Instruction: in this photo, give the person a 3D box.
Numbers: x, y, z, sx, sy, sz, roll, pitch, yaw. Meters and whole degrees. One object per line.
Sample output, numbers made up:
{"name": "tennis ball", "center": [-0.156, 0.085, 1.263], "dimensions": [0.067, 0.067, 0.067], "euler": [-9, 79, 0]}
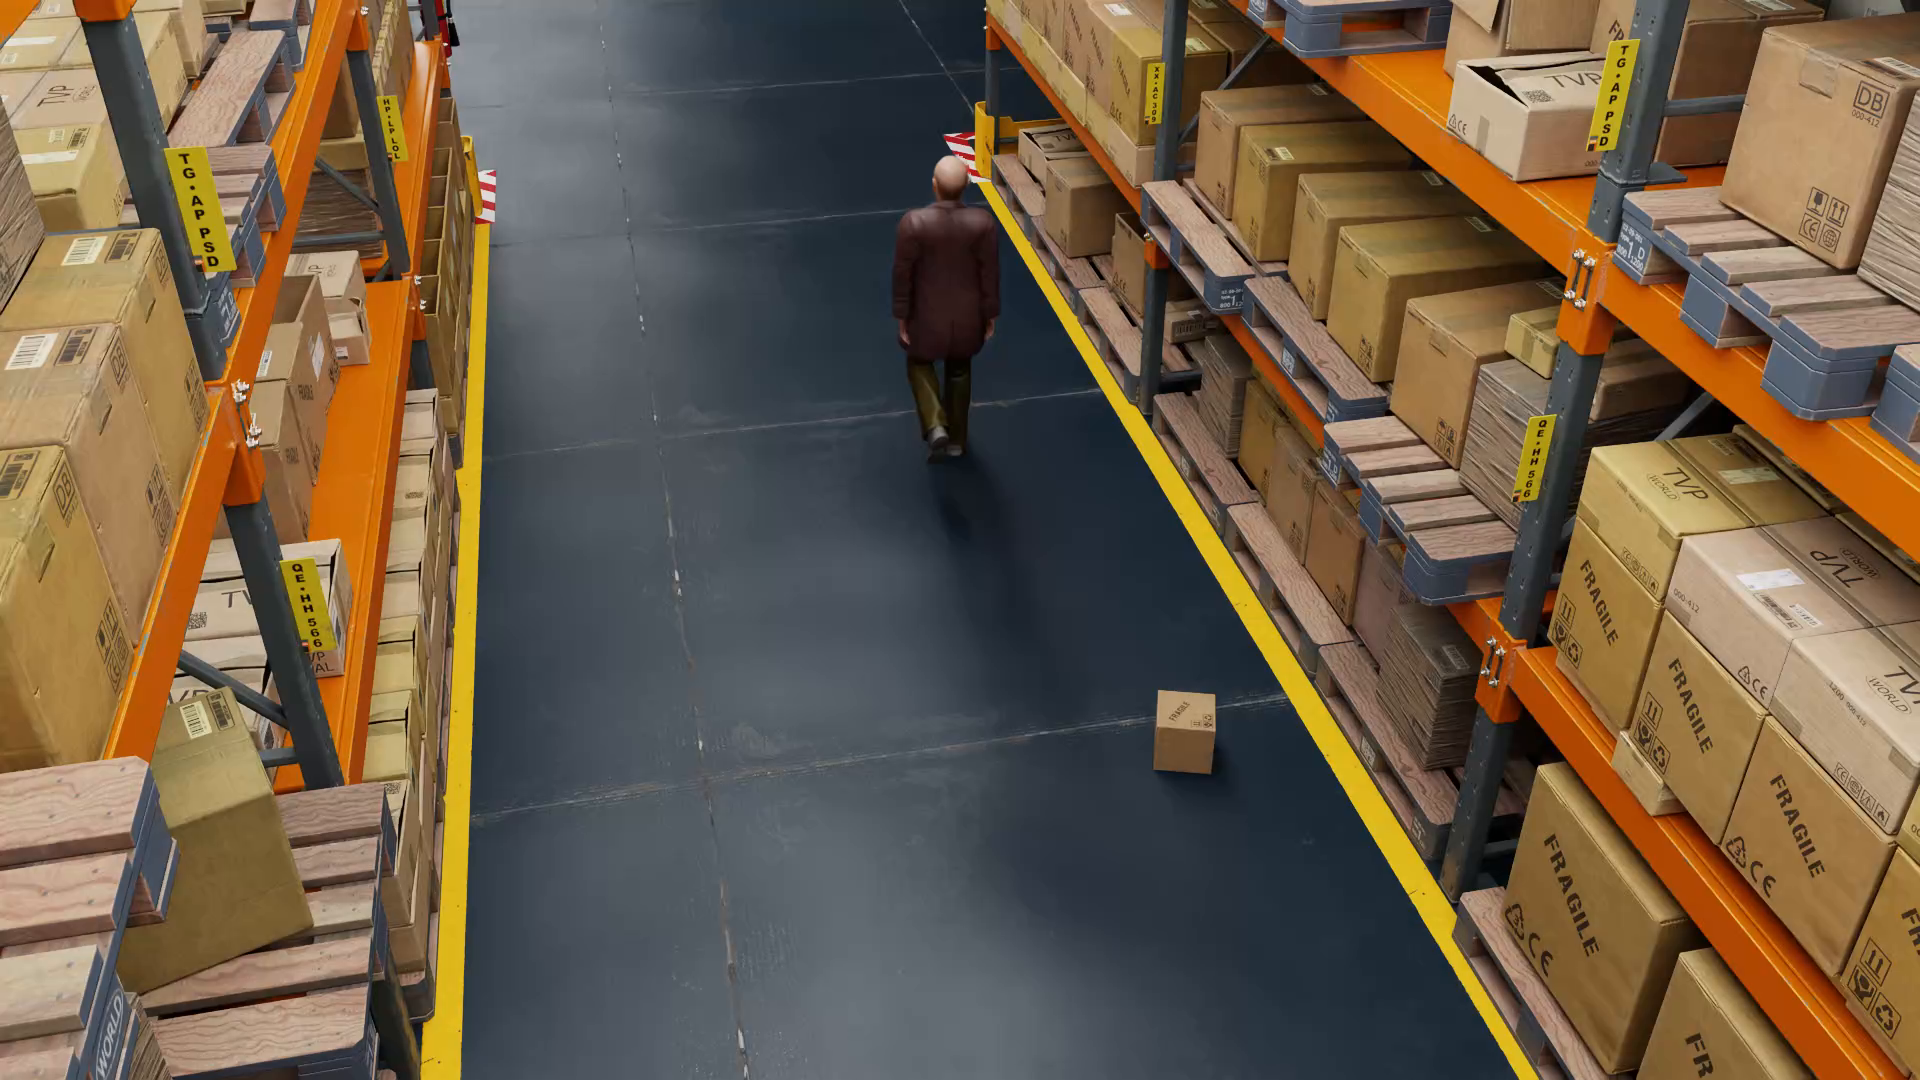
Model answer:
{"name": "person", "center": [-0.073, -1.208, 8.914], "dimensions": [0.585, 1.763, 0.693], "euler": [-4, 34, -7]}
